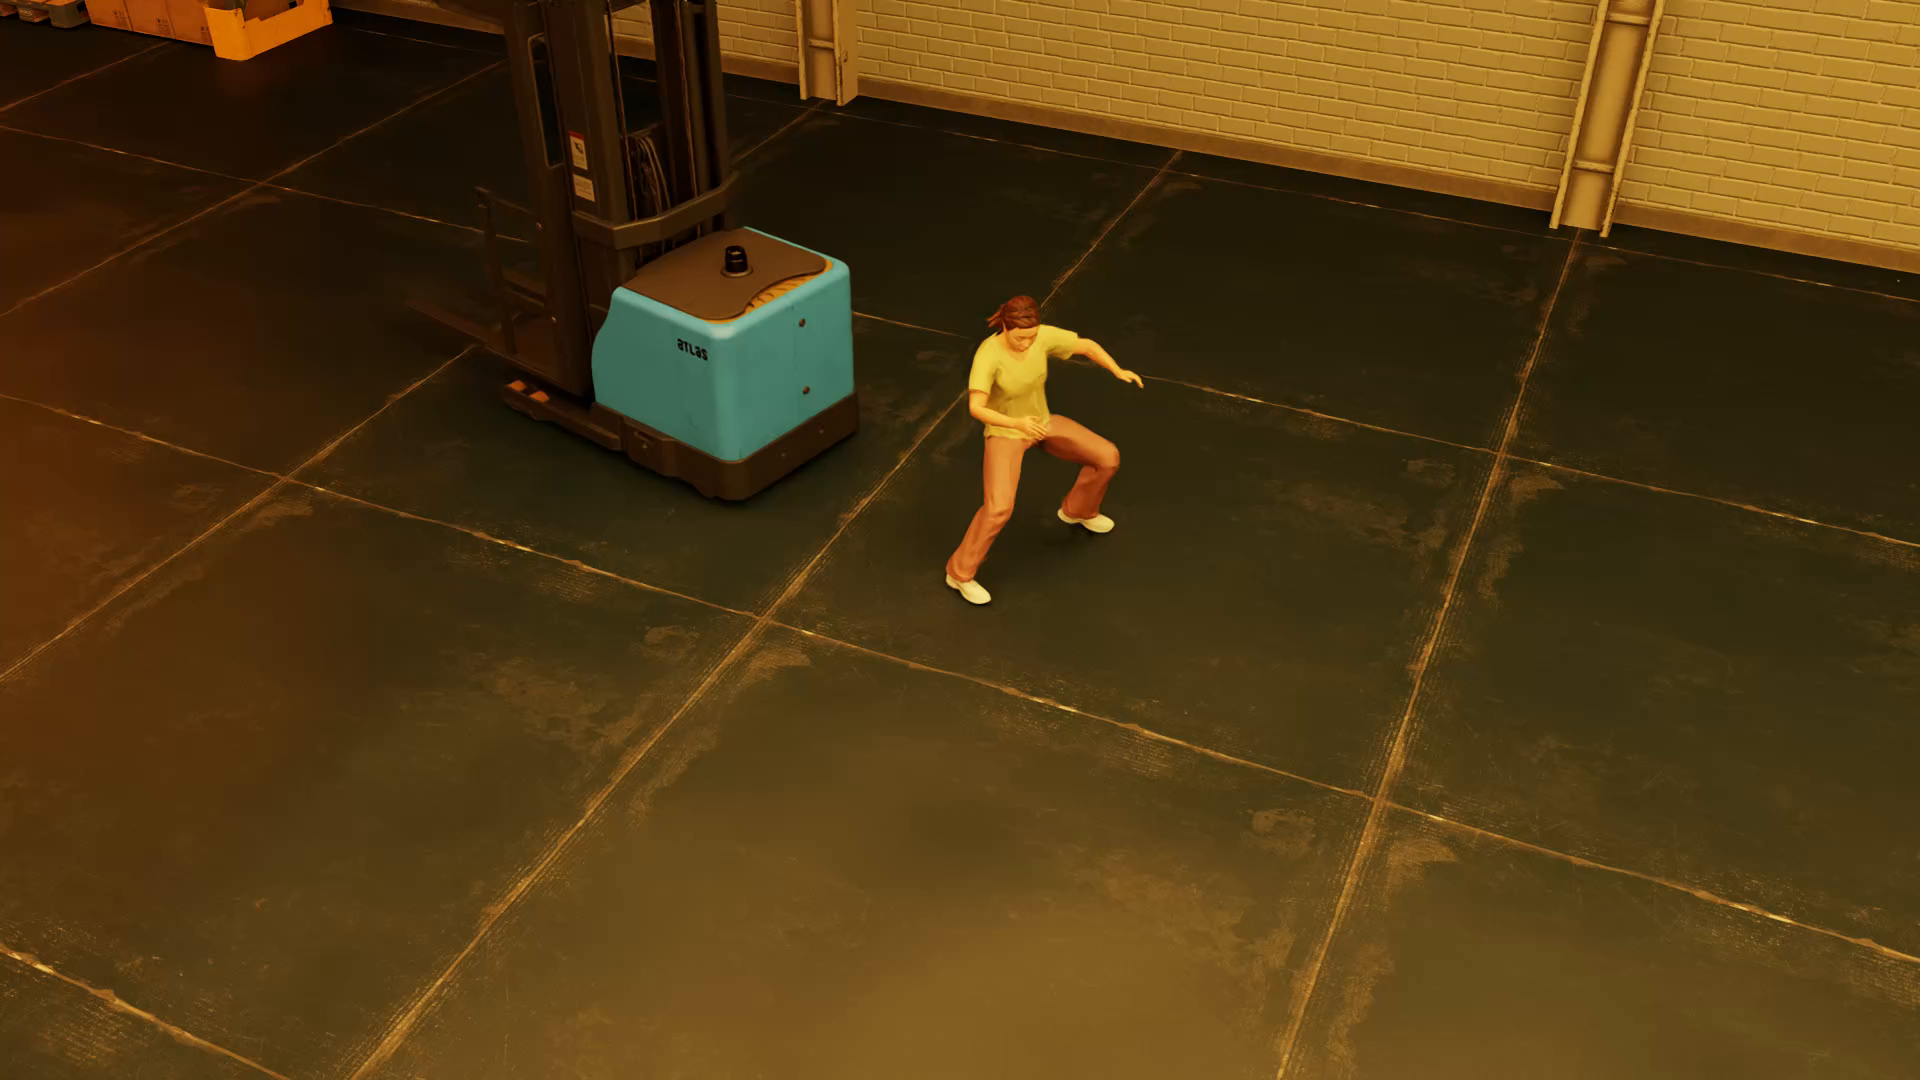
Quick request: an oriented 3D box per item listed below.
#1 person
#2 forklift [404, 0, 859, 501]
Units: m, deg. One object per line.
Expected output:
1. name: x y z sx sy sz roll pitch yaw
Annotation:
1. person: 0.367 -0.500 8.060 0.995 1.453 0.655 -16 39 -21
2. forklift: -2.044 -2.097 9.026 3.031 2.935 1.130 24 42 30
